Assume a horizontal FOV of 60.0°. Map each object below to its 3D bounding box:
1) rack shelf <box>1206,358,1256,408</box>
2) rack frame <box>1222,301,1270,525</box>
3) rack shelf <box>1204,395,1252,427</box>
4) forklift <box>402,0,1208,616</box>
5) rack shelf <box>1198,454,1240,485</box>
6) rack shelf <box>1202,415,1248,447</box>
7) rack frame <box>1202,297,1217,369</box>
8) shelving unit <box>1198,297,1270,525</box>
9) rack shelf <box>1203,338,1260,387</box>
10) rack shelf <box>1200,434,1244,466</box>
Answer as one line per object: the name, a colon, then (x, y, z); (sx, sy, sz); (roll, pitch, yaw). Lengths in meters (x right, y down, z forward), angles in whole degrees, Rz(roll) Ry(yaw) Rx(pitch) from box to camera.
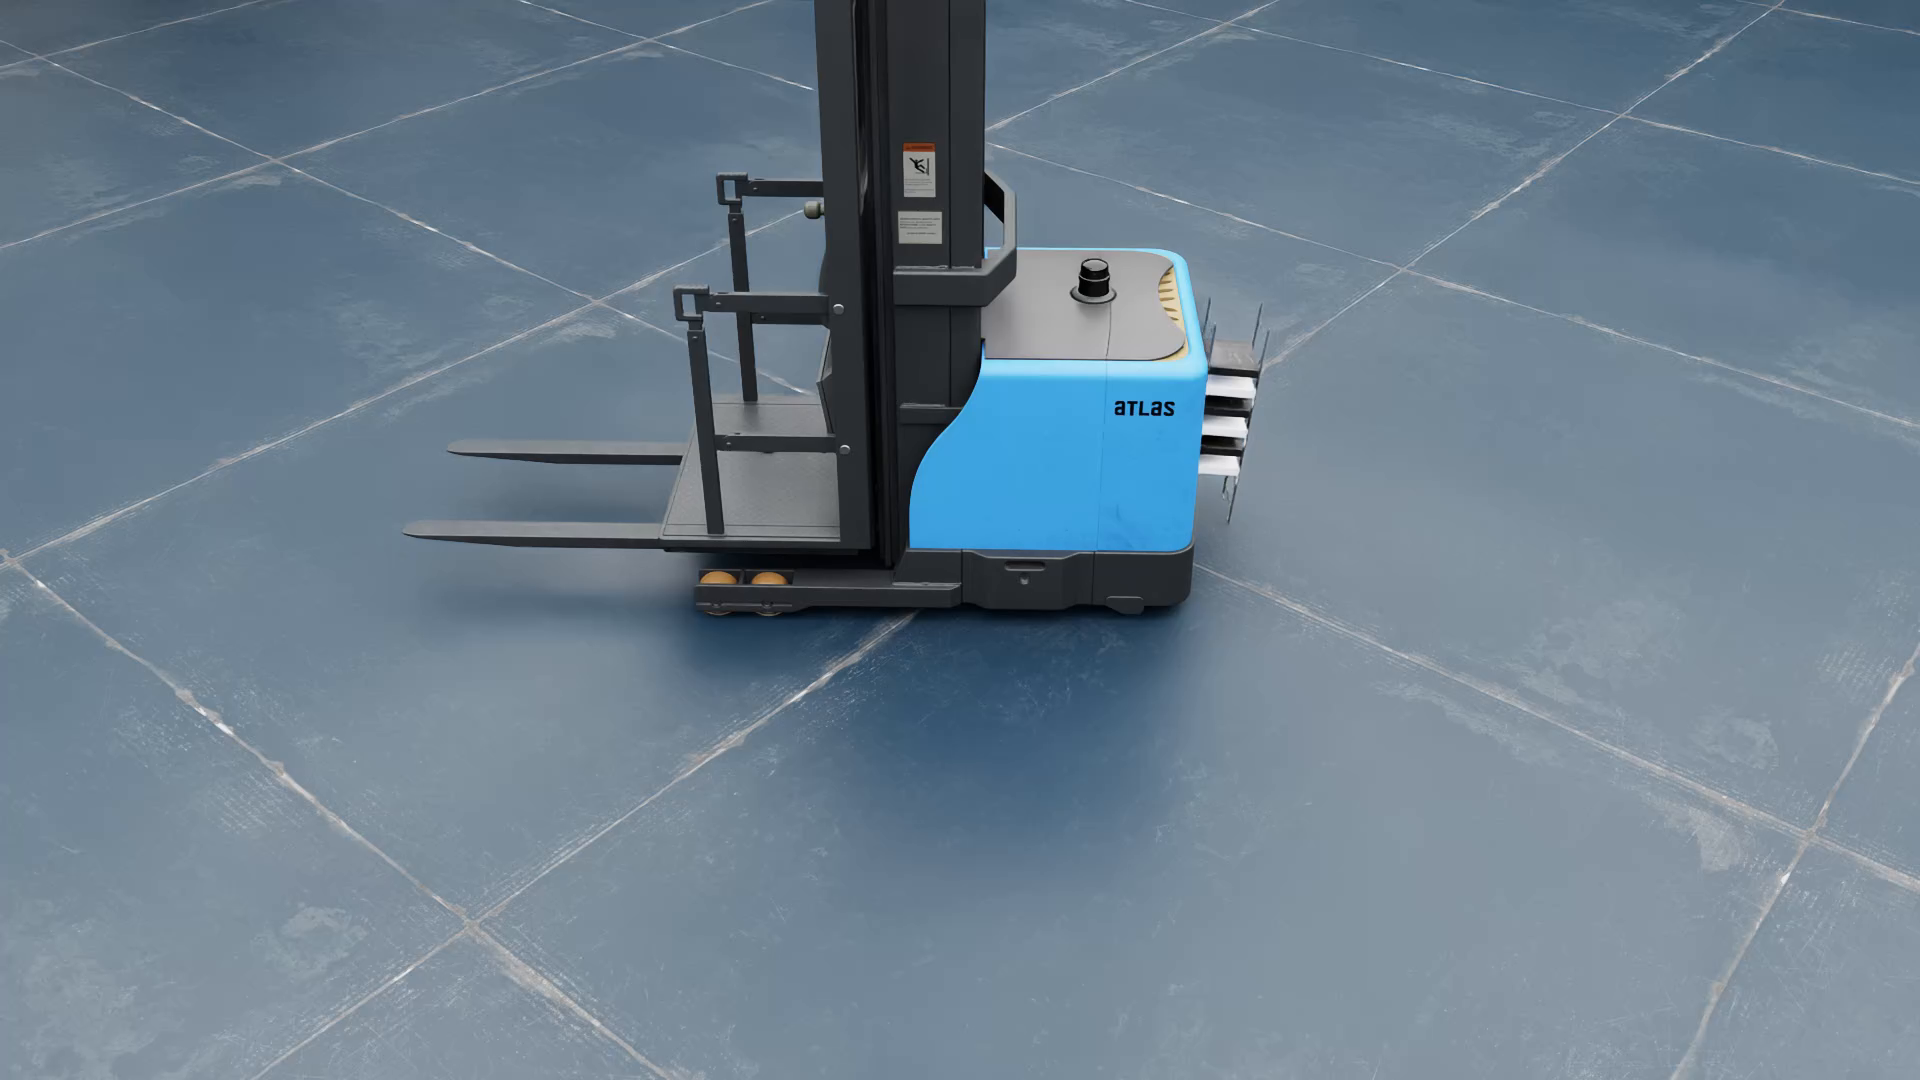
rack shelf: (1.055, -0.629, 6.600); (0.200, 0.077, 0.258); (5, 34, -2)
rack frame: (1.145, -0.501, 6.686); (0.006, 0.900, 0.240); (5, 34, -2)
rack shelf: (1.048, -0.555, 6.651); (0.200, 0.077, 0.258); (5, 34, -2)
forklift: (-0.626, -1.218, 5.934); (3.031, 2.935, 1.130); (1, 34, 1)
rack shelf: (1.026, -0.334, 6.804); (0.200, 0.077, 0.258); (5, 34, -2)
rack shelf: (1.041, -0.481, 6.702); (0.200, 0.077, 0.258); (5, 34, -2)
rack frame: (0.942, -0.517, 6.680); (0.006, 0.900, 0.240); (5, 34, -2)
shelving unit: (1.043, -0.509, 6.683); (0.210, 0.900, 0.258); (5, 34, -2)
rack shelf: (1.062, -0.703, 6.549); (0.200, 0.077, 0.258); (5, 34, -2)
rack shelf: (1.033, -0.407, 6.753); (0.200, 0.077, 0.258); (5, 34, -2)
